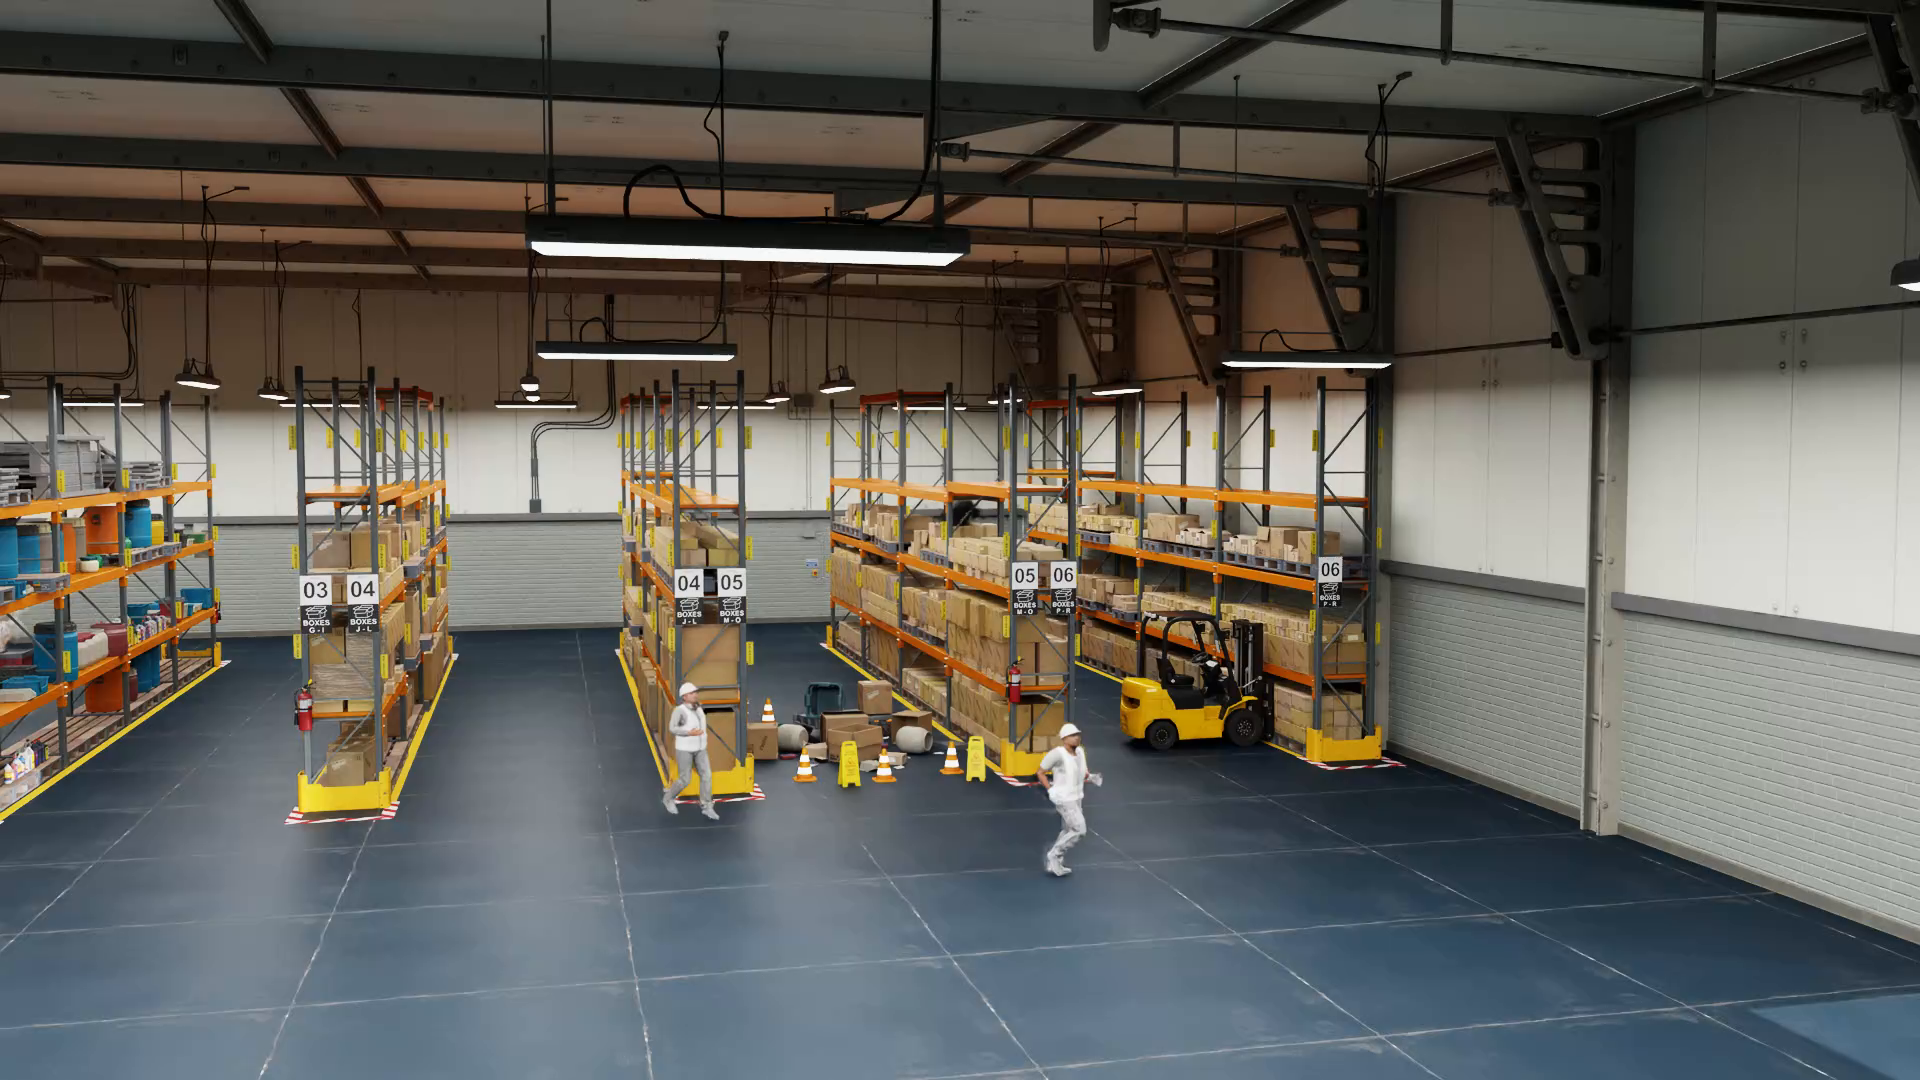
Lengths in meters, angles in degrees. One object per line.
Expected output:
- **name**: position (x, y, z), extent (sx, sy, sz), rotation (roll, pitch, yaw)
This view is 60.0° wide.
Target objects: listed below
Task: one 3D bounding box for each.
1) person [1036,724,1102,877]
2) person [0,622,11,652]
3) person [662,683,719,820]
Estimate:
- **person**: position (1.296, 2.979, 19.070), extent (0.631, 1.749, 0.657), rotation (2, 4, 34)
- **person**: position (-18.892, 2.232, 32.484), extent (0.590, 1.721, 0.726), rotation (-1, 4, -21)
- **person**: position (-3.572, 2.787, 22.031), extent (0.854, 1.791, 0.654), rotation (3, 4, 37)
